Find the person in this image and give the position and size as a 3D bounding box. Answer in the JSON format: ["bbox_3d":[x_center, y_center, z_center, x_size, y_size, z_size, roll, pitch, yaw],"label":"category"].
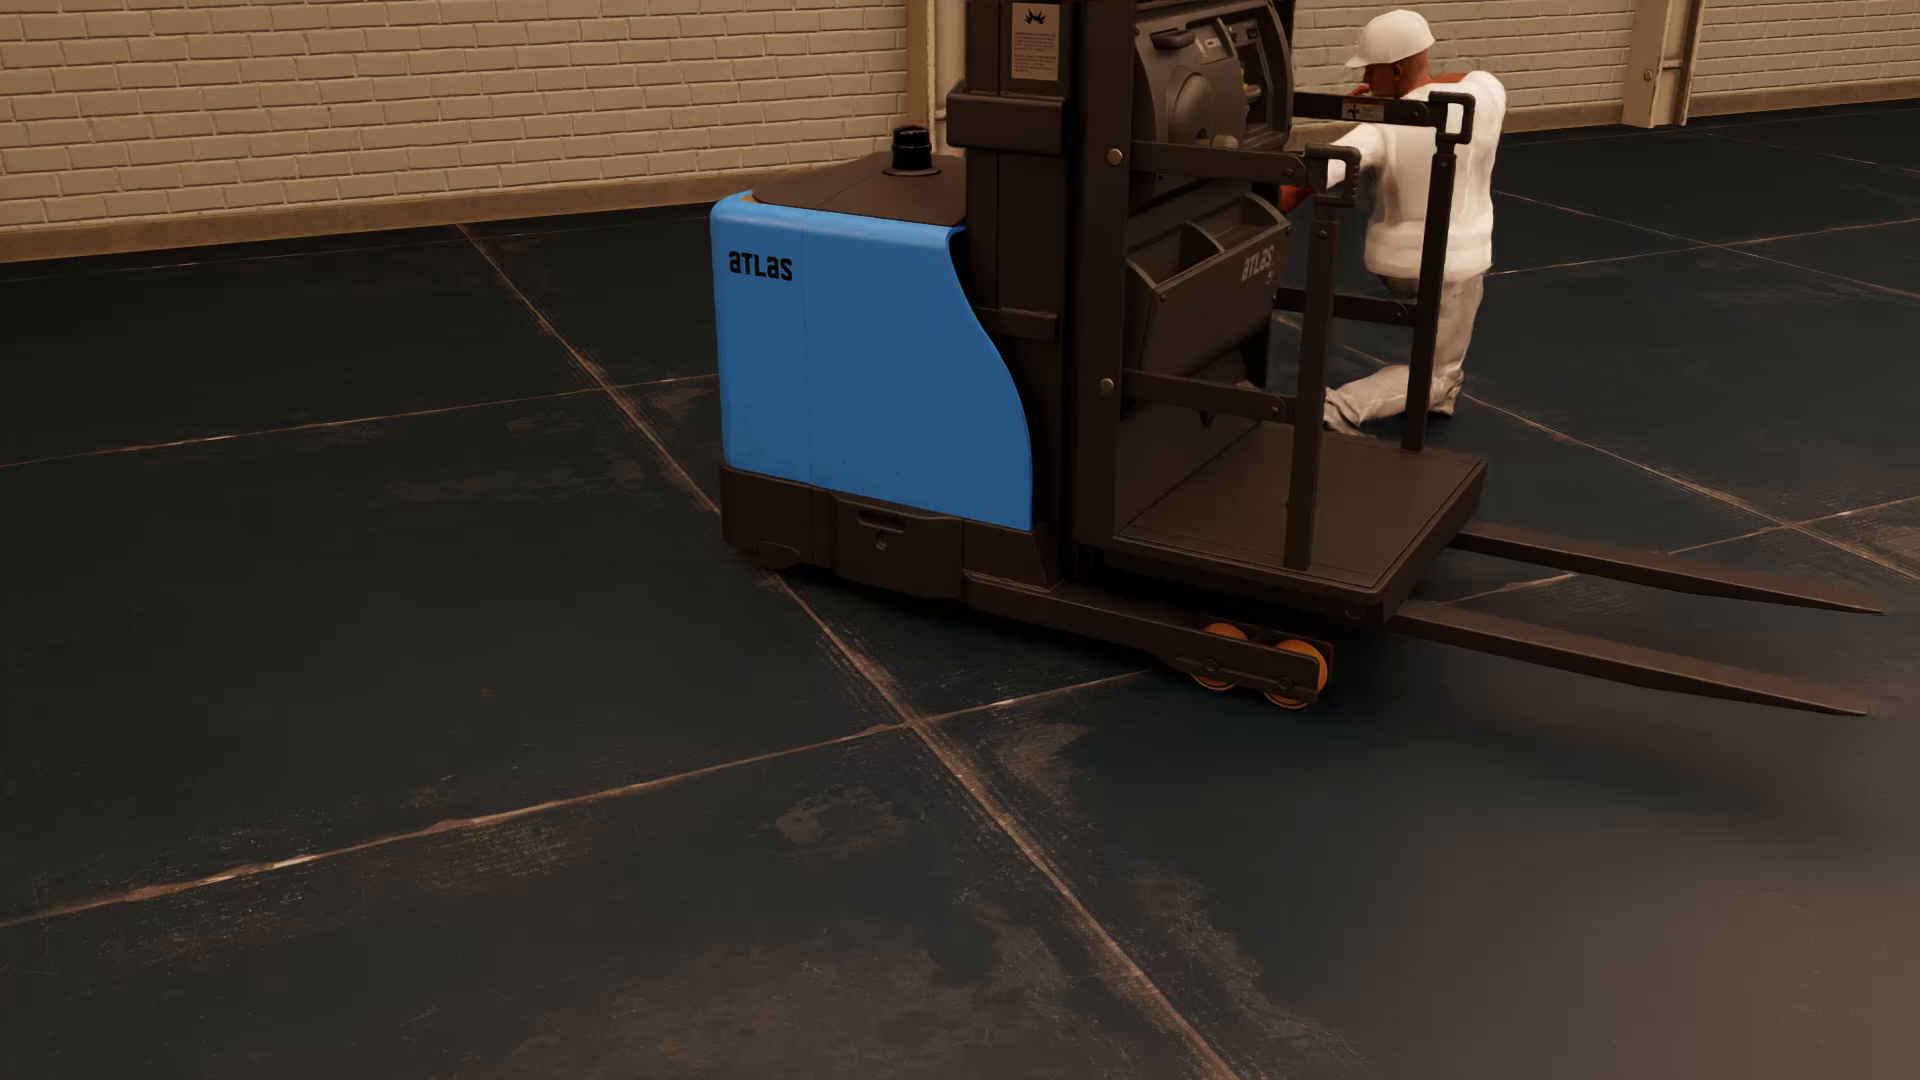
[{"bbox_3d":[1.424,-1.064,5.773,0.839,1.503,0.973,14,26,30],"label":"person"}]

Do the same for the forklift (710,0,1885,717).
[{"bbox_3d":[0.829,-1.170,4.102,3.031,2.935,1.130,12,26,28],"label":"forklift"}]
